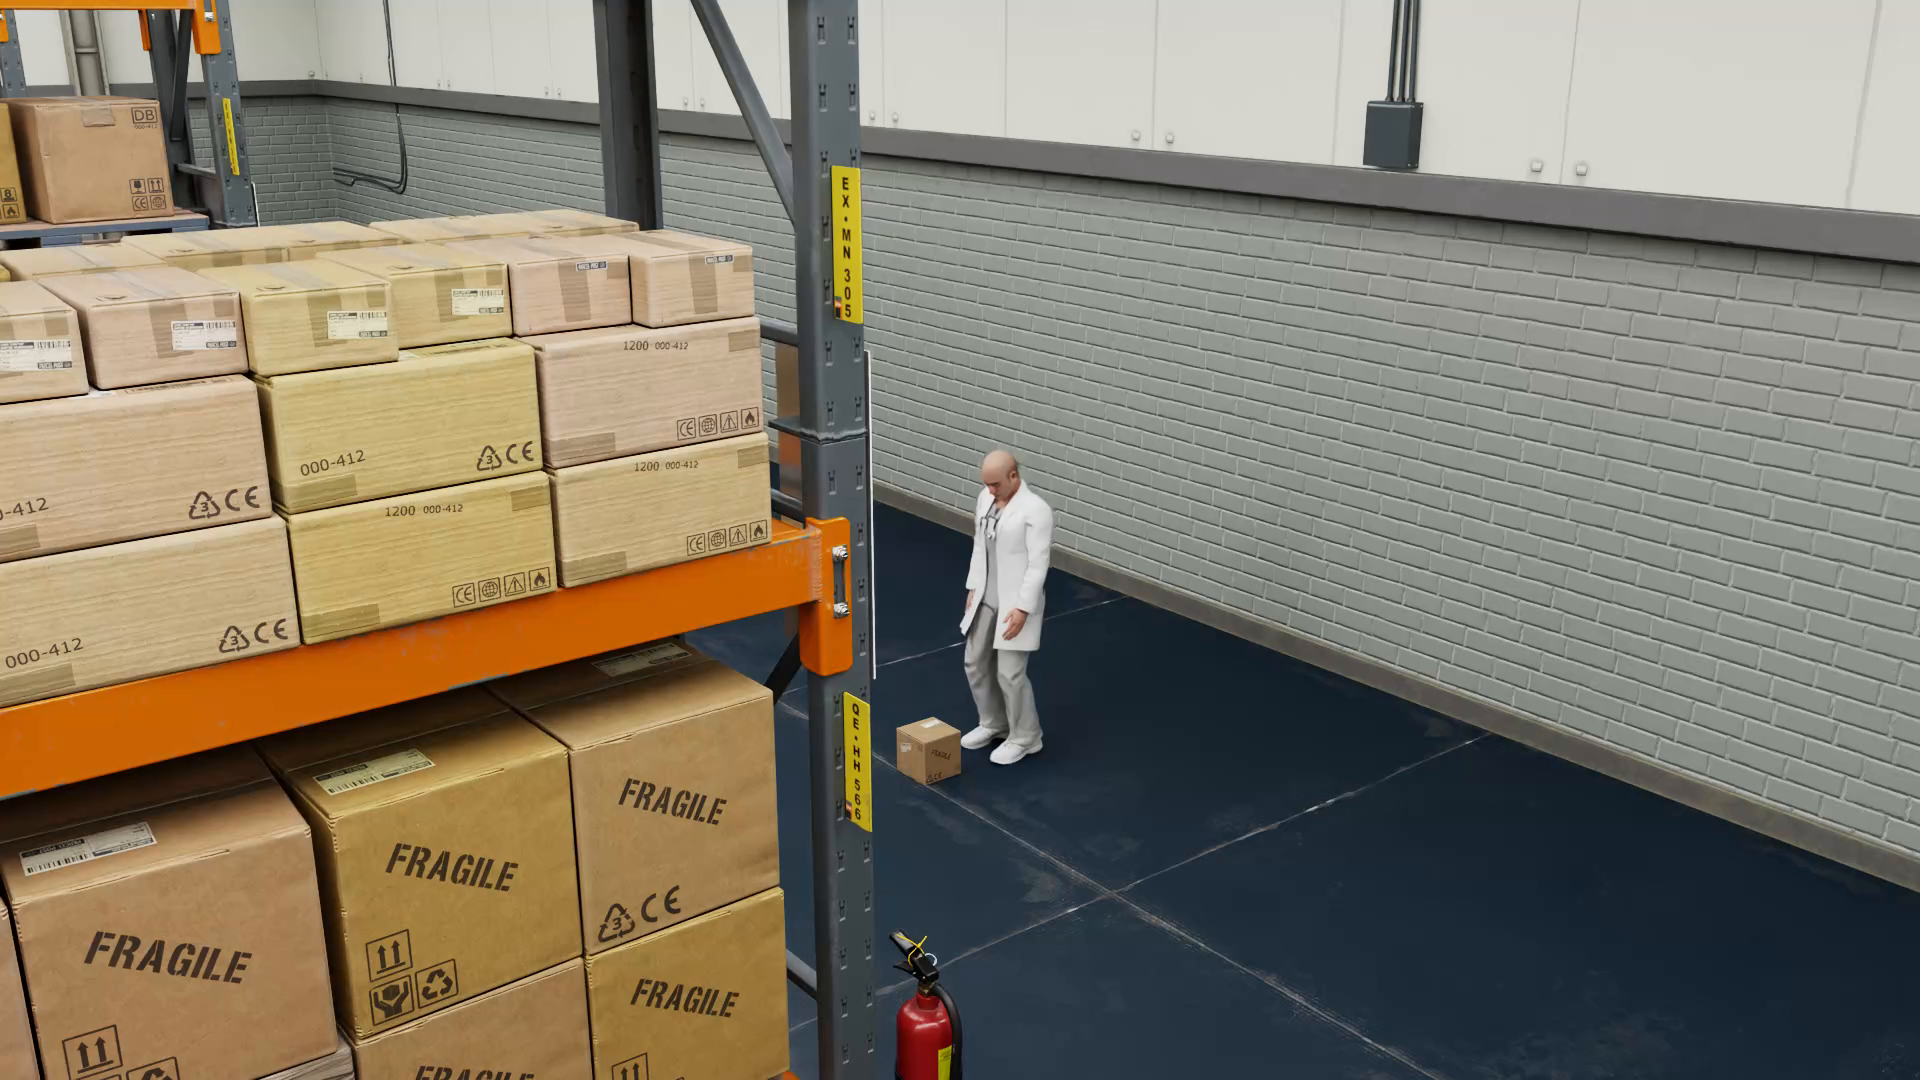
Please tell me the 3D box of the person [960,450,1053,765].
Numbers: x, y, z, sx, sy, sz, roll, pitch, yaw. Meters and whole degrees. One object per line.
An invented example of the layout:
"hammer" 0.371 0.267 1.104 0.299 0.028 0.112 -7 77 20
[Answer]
"person" 0.256 0.348 9.041 0.401 1.746 0.583 -13 21 -35
